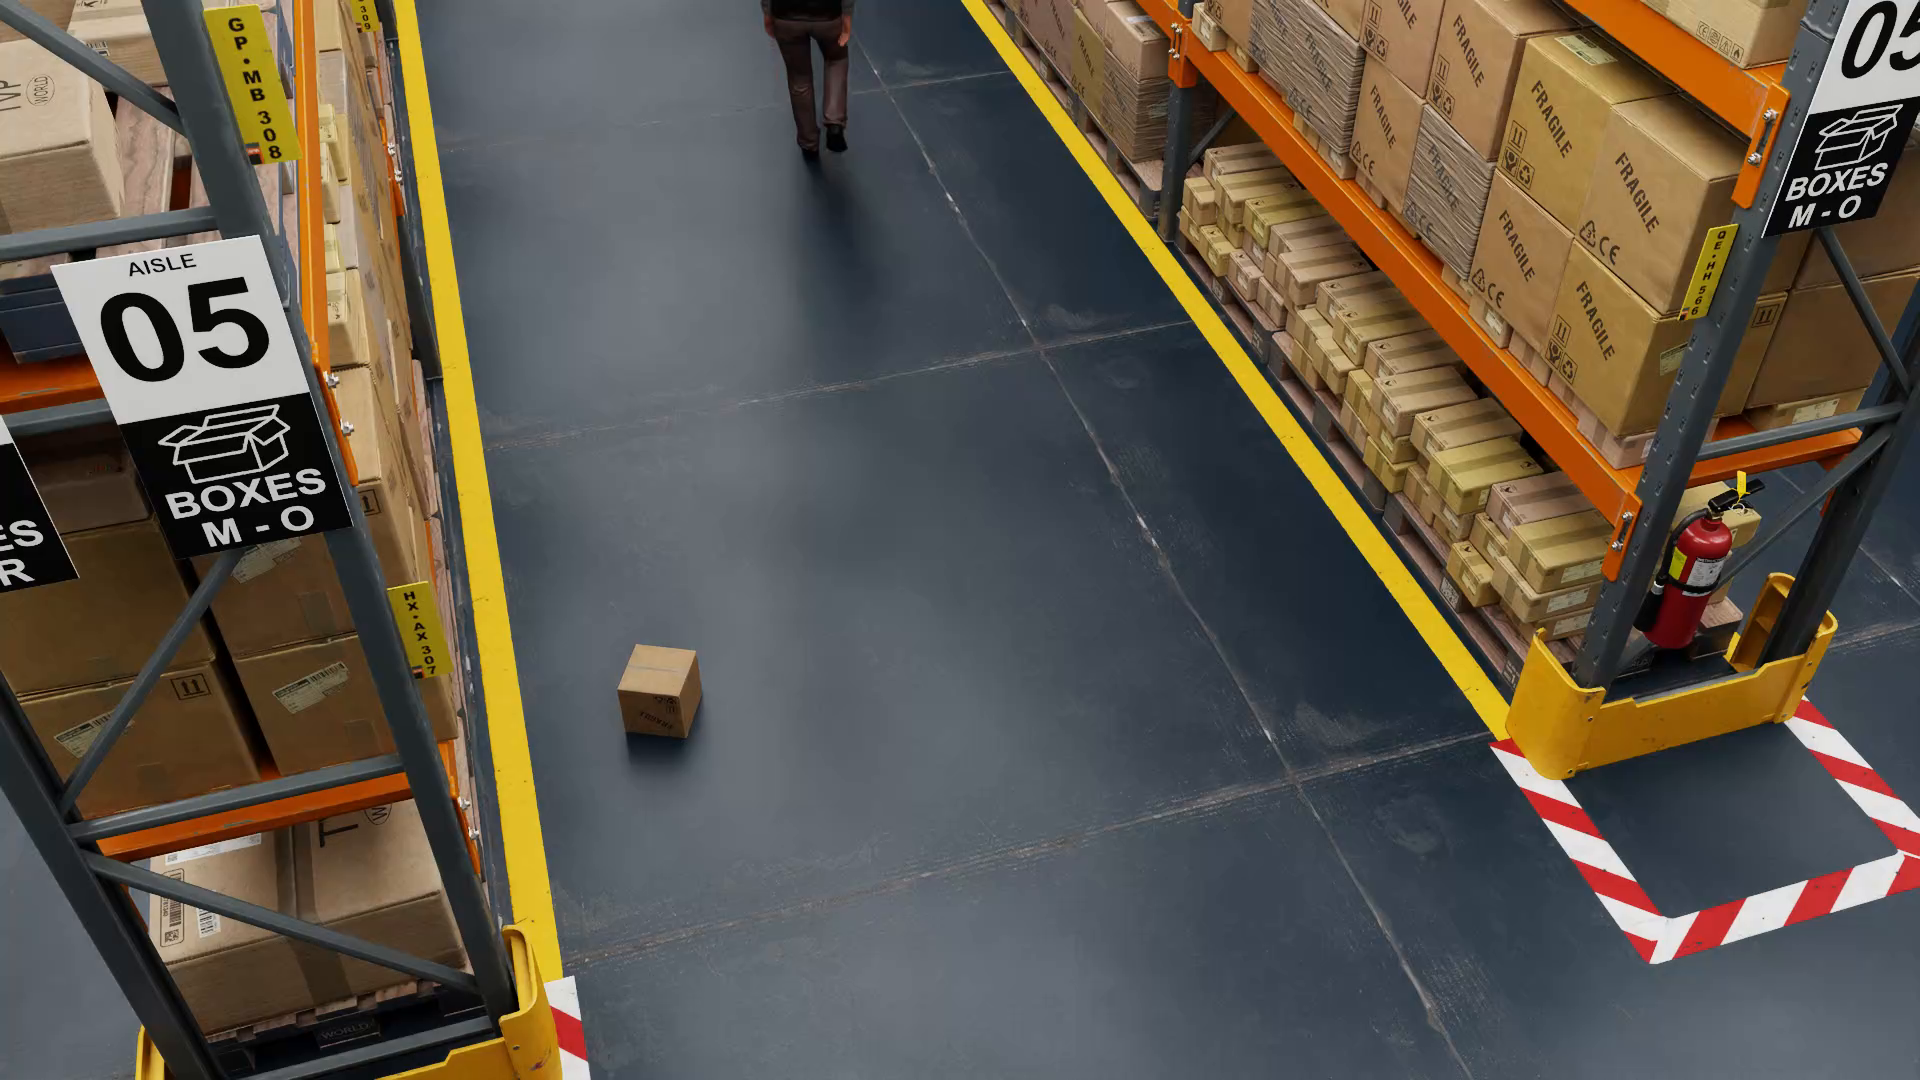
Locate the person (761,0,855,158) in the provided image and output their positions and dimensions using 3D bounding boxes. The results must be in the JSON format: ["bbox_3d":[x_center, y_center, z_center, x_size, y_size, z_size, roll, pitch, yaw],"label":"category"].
[{"bbox_3d":[-0.862,-2.997,9.477,0.537,1.713,0.476,-4,42,-5],"label":"person"}]
